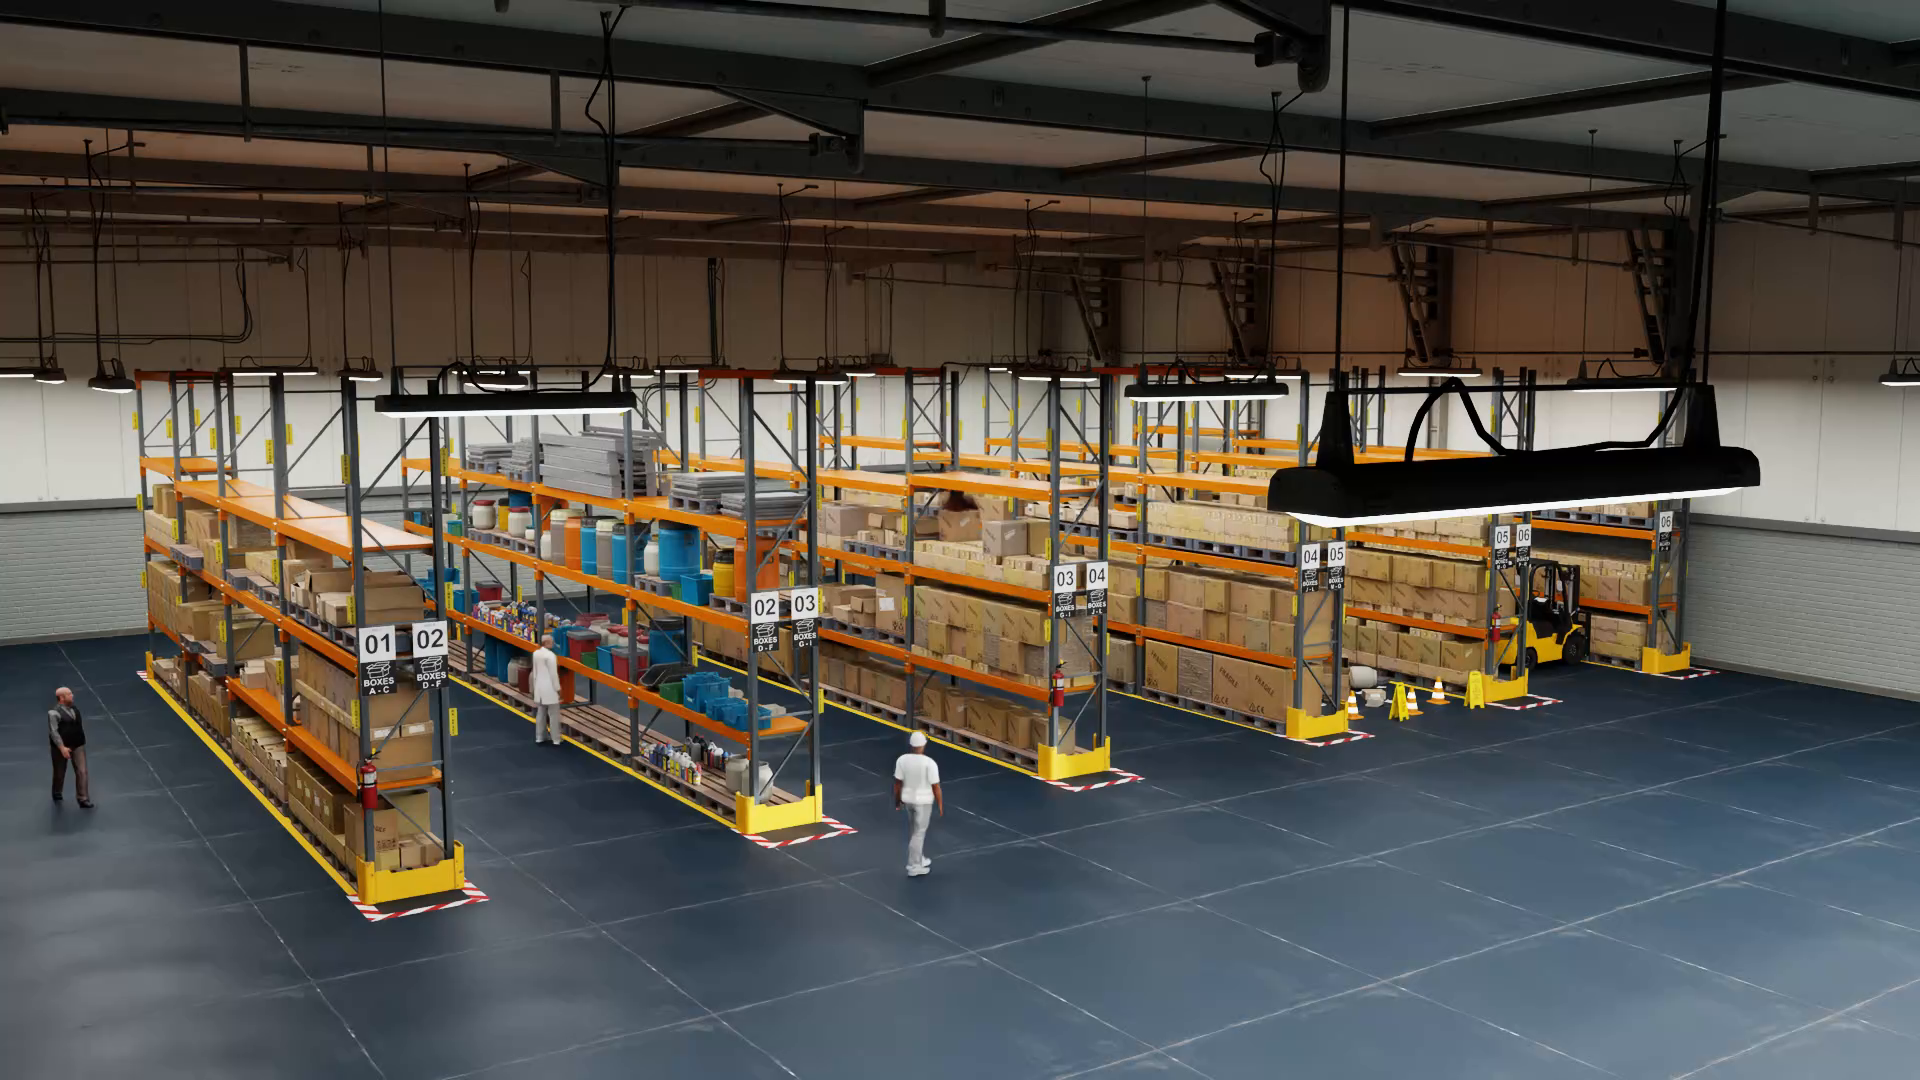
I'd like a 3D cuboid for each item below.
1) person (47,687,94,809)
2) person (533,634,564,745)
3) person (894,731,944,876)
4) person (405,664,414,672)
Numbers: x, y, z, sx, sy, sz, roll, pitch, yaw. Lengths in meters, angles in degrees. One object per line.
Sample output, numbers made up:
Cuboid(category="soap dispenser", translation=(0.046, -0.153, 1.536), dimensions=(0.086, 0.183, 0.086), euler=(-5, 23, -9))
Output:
Cuboid(category="person", translation=(-12.422, 2.891, 23.146), dimensions=(0.475, 1.684, 1.006), euler=(-6, 8, -40))
Cuboid(category="person", translation=(-6.625, 2.403, 26.892), dimensions=(0.643, 1.781, 0.423), euler=(6, 9, 41))
Cuboid(category="person", translation=(-0.456, 3.178, 20.248), dimensions=(0.612, 1.768, 0.597), euler=(6, 9, 44))
Cuboid(category="person", translation=(-10.701, 1.860, 31.684), dimensions=(0.500, 1.729, 0.975), euler=(-3, 7, -28))
